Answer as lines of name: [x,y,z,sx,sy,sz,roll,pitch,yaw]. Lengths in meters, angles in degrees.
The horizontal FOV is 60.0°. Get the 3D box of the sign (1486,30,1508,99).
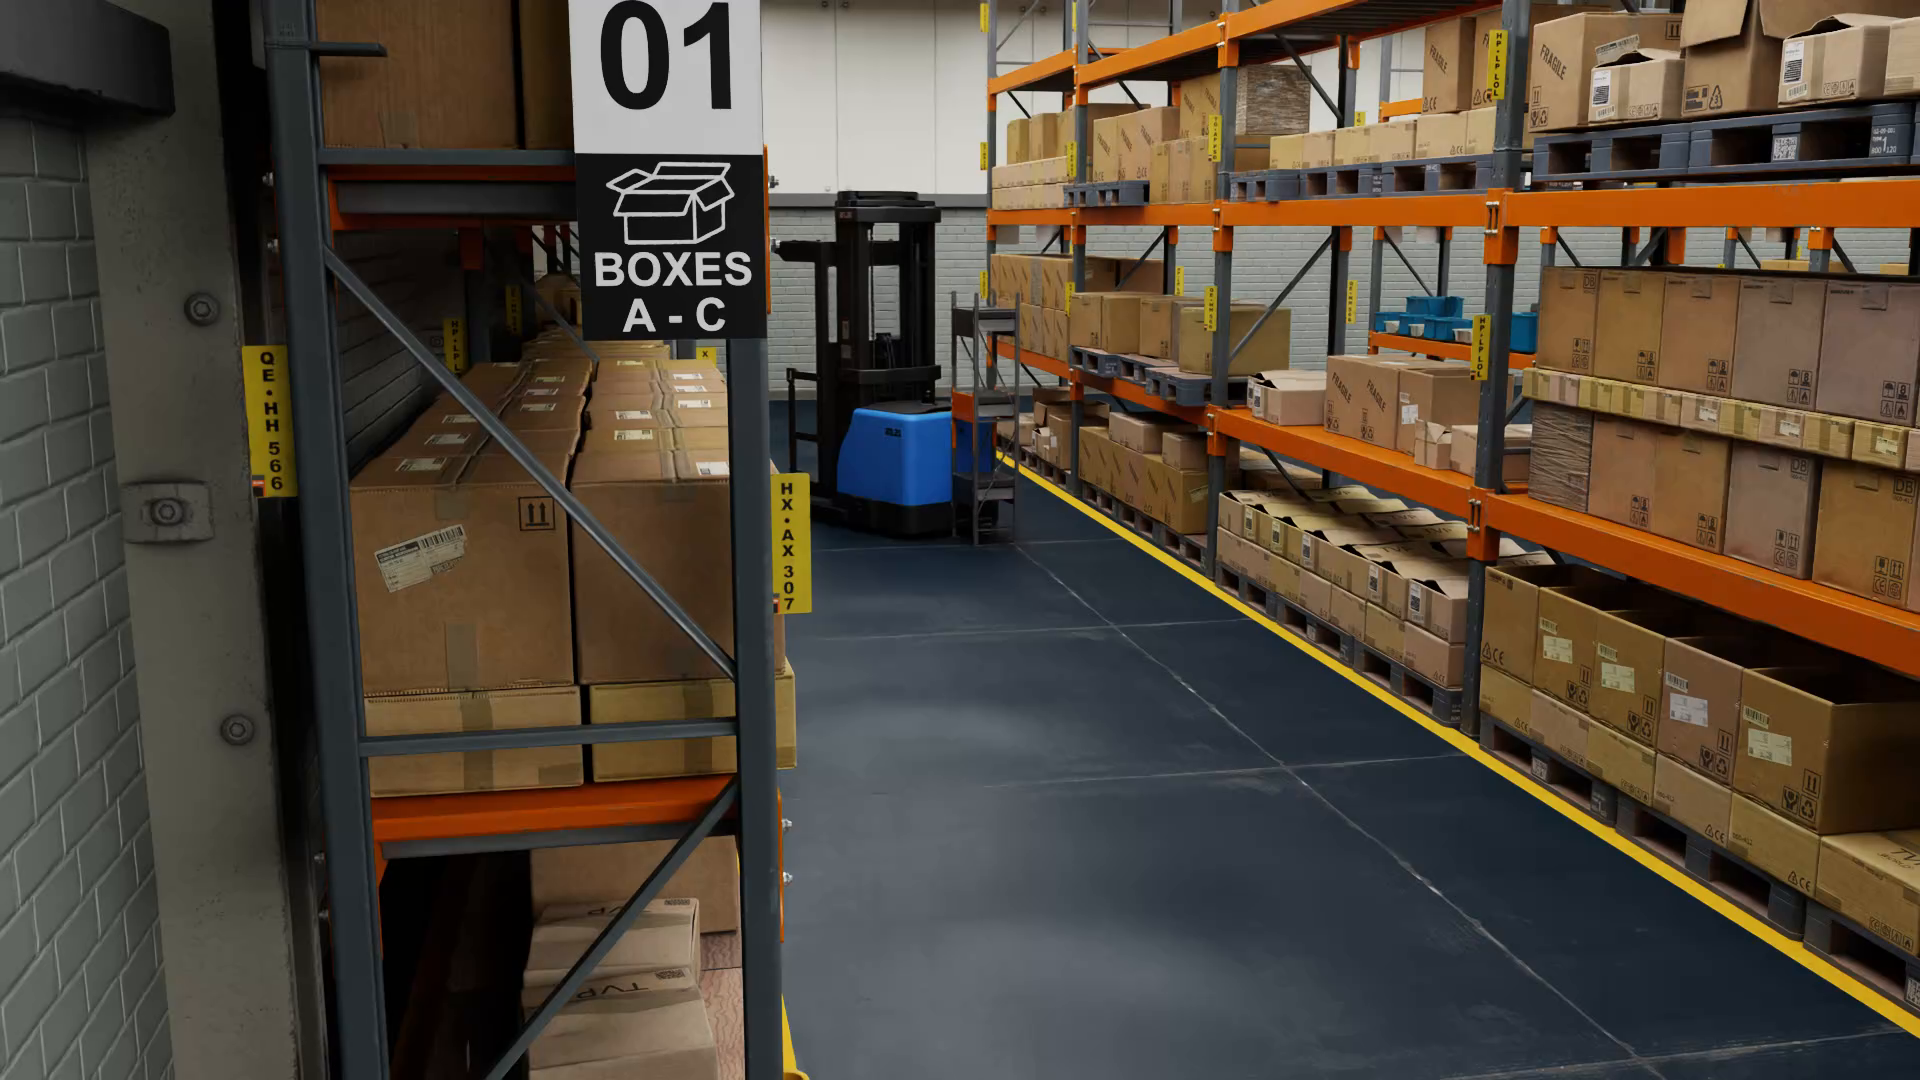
sign: [2.625,-2.321,8.120,0.100,0.325,0.005,-2,11,-11]

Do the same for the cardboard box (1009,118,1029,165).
cardboard box: [0.952,-4.486,18.782,0.700,0.500,0.500,-2,11,-11]

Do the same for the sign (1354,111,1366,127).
sign: [2.924,-2.979,12.208,0.100,0.325,0.005,-2,11,-11]

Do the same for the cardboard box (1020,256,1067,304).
cardboard box: [0.951,-2.830,18.100,0.500,0.500,0.500,-2,11,-12]

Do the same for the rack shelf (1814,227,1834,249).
rack shelf: [7.626,-2.127,11.249,1.077,0.370,4.000,-2,11,-11]

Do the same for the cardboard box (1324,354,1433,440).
cardboard box: [2.720,-0.936,10.823,0.500,0.500,0.500,-3,11,-14]

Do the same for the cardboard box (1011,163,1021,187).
cardboard box: [0.860,-4.019,18.333,0.500,0.250,0.500,-2,11,-11]

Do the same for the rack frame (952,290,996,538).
rack frame: [0.119,-1.067,14.185,0.400,2.100,0.015,-4,12,-22]

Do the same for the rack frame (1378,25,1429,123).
rack frame: [5.681,-5.788,20.537,1.000,3.000,0.127,-2,11,-11]

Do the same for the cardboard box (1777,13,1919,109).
cardboard box: [3.343,-1.735,6.008,0.500,0.311,0.500,-1,11,-4]

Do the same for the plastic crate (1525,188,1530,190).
plastic crate: [5.969,-3.654,17.795,0.416,0.233,0.300,-2,11,-11]

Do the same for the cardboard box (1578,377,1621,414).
cardboard box: [3.119,-0.678,7.735,0.380,0.149,0.250,-2,11,-13]

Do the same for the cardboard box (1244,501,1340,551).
cardboard box: [2.302,-0.122,11.546,0.500,0.311,0.500,-2,11,-12]

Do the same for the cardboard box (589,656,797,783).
cardboard box: [-0.708,0.417,4.330,0.500,0.250,0.500,-2,11,-13]

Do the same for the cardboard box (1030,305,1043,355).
cardboard box: [1.047,-2.248,17.715,0.500,0.500,0.500,-2,11,-10]

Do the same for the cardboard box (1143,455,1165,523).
cardboard box: [1.865,-0.440,13.994,0.500,0.500,0.500,-3,11,-13]

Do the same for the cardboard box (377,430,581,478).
cardboard box: [-1.313,-0.022,4.630,0.500,0.500,0.500,-2,11,-10]

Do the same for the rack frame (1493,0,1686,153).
rack frame: [3.156,-3.407,8.031,1.000,3.000,0.127,-2,11,-11]

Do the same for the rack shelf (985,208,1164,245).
rack shelf: [1.211,-3.414,18.015,1.077,0.370,4.000,-2,11,-11]

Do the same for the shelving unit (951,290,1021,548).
shelving unit: [0.211,-1.024,13.962,0.431,2.100,0.503,-4,12,-22]

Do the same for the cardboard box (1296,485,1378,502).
cardboard box: [2.721,-0.238,12.154,0.500,0.311,0.500,-2,11,-10]

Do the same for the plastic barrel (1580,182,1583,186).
plastic barrel: [6.316,-3.748,16.356,0.433,0.535,0.433,0,11,0]

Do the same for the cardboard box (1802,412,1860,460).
cardboard box: [3.419,-0.395,6.246,0.380,0.149,0.250,-2,11,-9]

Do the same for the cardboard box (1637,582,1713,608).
cardboard box: [3.546,0.485,7.850,0.500,0.500,0.500,-2,11,-11]

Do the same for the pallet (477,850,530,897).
pallet: [-1.537,1.212,7.262,1.003,0.211,1.213,-2,11,-11]

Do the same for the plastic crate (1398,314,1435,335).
plastic crate: [5.535,-2.610,20.173,0.416,0.233,0.300,-2,11,-11]

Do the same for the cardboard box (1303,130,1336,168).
cardboard box: [2.641,-2.623,11.212,0.500,0.250,0.500,-2,11,-9]

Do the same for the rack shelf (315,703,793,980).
rack shelf: [-1.314,0.441,5.782,1.077,0.370,4.000,-2,11,-11]

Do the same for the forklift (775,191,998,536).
forklift: [-0.988,-1.692,15.250,1.130,2.935,3.031,-9,14,-39]

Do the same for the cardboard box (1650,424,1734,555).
cardboard box: [3.451,-0.239,7.165,0.700,0.500,0.500,-2,11,-10]

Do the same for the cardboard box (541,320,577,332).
cardboard box: [-2.379,-1.192,10.995,0.700,0.500,0.500,-3,11,-18]

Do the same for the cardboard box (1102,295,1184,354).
cardboard box: [1.669,-1.964,15.102,0.700,0.500,0.500,0,11,-2]

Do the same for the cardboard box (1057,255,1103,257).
cardboard box: [1.383,-2.942,18.690,0.500,0.500,0.500,-2,11,-9]

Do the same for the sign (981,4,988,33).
sign: [0.290,-6.086,19.396,0.100,0.325,0.005,-2,11,-11]

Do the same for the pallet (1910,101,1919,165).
pallet: [3.822,-1.287,5.151,1.003,0.211,1.213,-2,11,-11]

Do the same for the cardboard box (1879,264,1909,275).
cardboard box: [10.873,-2.894,18.981,0.500,0.500,0.500,-2,11,-10]

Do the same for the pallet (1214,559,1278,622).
pallet: [2.500,0.328,11.906,1.003,0.211,1.213,-2,11,-11]

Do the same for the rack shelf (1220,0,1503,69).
rack shelf: [2.767,-3.224,10.063,1.077,0.370,4.000,-2,11,-11]

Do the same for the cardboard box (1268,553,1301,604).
cardboard box: [2.397,0.245,11.119,0.500,0.250,0.500,-2,11,-13]

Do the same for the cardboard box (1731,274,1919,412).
cardboard box: [3.541,-0.789,6.584,0.700,0.500,0.500,-2,11,-11]

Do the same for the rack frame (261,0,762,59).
rack frame: [-0.925,-2.493,3.226,1.000,3.000,0.127,-2,11,-11]

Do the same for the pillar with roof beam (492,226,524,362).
pillar with roof beam: [-0.020,-4.947,16.121,9.100,9.000,0.400,-2,11,-11]

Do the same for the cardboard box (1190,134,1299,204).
cardboard box: [2.260,-2.795,12.570,0.910,0.500,0.500,-2,11,-11]

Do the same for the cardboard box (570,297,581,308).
cardboard box: [-2.384,-1.535,11.058,0.380,0.149,0.250,-4,11,-18]

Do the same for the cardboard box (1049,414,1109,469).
cardboard box: [1.211,-1.010,16.988,0.500,0.500,0.500,-2,11,-11]

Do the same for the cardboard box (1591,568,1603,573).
cardboard box: [3.320,0.324,9.203,0.500,0.311,0.500,-2,11,-11]

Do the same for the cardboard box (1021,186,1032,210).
cardboard box: [0.959,-3.682,17.899,0.500,0.250,0.500,-2,11,-11]

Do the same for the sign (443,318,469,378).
sign: [-2.246,-0.827,7.424,0.100,0.325,0.005,-2,11,-11]

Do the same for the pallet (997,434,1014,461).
pallet: [0.993,-1.131,19.574,1.003,0.211,1.213,-2,11,-11]

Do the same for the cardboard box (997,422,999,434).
cardboard box: [0.615,-1.350,19.669,0.380,0.166,0.250,-2,11,-11]

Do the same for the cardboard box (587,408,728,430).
cardboard box: [-0.903,-0.135,5.224,0.500,0.500,0.500,-2,11,-13]

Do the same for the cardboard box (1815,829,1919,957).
cardboard box: [3.431,1.239,5.895,0.500,0.250,0.500,-2,11,-11]

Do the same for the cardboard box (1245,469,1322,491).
cardboard box: [2.570,-0.276,13.132,0.500,0.500,0.500,-2,11,-9]

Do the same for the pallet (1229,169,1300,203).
pallet: [2.598,-2.453,11.546,1.213,0.211,1.003,-2,11,-8]

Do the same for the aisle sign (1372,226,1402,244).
aisle sign: [5.376,-4.120,20.867,0.394,0.787,0.004,-2,11,-11]

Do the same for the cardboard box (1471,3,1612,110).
cardboard box: [3.075,-2.549,8.818,0.500,0.500,0.500,-2,11,-10]

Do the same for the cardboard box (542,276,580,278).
cardboard box: [-3.316,-2.130,14.245,0.500,0.250,0.500,-2,11,-10]
